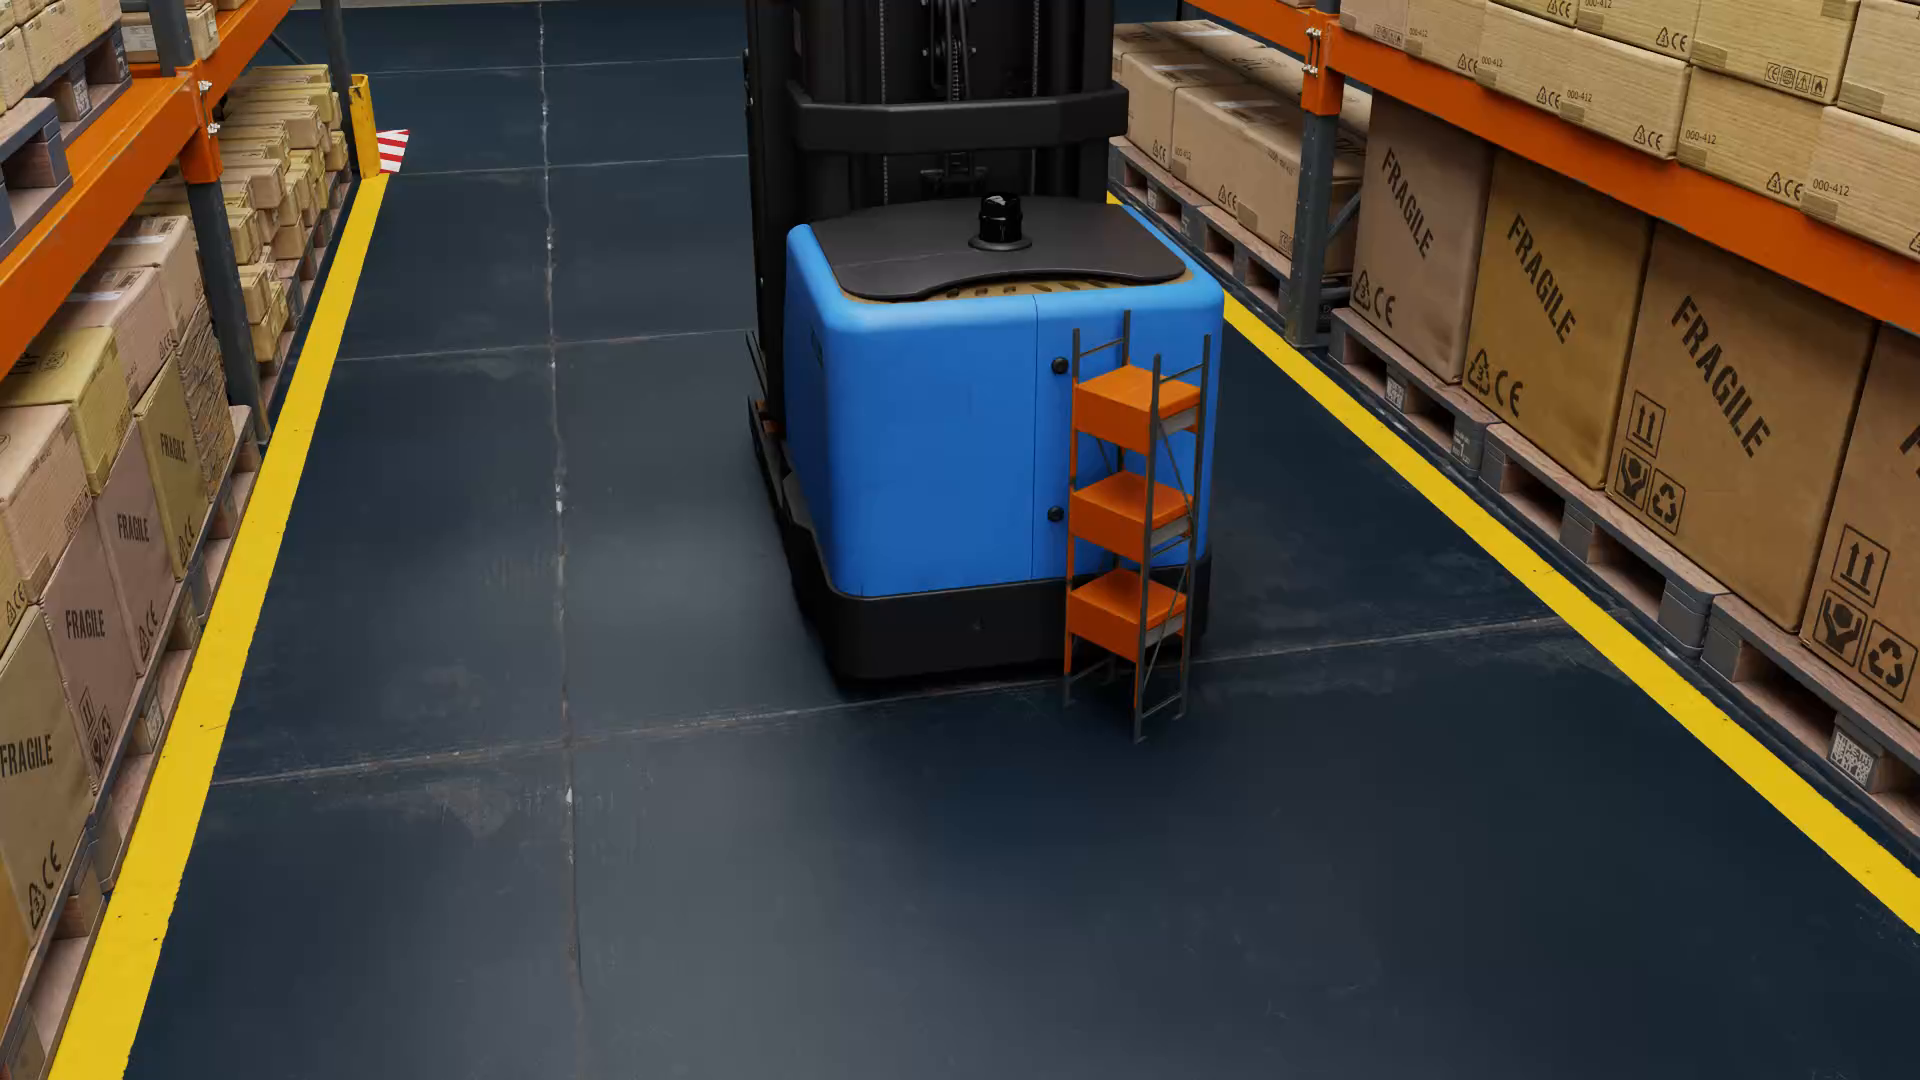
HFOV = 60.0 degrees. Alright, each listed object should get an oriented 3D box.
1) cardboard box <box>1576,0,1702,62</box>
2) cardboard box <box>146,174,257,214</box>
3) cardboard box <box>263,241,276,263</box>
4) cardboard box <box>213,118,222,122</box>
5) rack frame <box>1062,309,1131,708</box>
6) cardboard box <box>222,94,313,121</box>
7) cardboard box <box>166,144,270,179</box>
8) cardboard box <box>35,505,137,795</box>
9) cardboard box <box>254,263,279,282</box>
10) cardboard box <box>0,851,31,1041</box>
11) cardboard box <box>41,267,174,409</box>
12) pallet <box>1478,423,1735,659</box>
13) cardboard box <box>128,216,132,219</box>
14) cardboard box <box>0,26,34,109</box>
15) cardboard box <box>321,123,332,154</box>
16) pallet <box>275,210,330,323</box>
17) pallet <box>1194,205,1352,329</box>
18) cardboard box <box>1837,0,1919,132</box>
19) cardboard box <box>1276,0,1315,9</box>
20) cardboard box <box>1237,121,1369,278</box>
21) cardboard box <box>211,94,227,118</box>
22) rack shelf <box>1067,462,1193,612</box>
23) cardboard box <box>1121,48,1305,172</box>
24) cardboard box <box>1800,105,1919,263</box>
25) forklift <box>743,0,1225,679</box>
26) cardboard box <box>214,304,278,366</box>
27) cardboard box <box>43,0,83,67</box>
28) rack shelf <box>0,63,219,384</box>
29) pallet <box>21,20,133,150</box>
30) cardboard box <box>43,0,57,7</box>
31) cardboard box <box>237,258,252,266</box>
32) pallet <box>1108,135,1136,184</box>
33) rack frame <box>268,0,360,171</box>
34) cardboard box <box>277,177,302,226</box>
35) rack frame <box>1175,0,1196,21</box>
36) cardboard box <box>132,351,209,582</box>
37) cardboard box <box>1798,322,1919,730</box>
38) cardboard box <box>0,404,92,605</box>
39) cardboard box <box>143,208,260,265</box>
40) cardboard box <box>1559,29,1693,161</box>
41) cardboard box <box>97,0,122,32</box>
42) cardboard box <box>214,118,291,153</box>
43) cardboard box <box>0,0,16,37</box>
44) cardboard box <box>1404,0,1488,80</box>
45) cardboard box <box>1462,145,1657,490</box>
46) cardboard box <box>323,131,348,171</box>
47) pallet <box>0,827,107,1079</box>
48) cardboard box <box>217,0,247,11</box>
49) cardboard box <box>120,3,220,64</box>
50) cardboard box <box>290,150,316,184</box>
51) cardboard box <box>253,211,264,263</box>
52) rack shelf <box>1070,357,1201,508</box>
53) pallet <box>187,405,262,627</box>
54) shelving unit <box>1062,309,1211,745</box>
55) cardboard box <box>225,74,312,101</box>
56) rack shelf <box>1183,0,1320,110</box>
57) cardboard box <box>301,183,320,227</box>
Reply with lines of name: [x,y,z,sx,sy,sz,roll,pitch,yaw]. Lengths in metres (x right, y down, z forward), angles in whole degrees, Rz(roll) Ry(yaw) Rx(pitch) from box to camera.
cardboard box: [2.014,-1.452,4.410,0.500,0.250,0.500,-7,28,-13]
cardboard box: [-3.025,-1.341,6.615,0.380,0.149,0.250,-7,28,-13]
cardboard box: [-3.095,-1.192,6.980,0.380,0.149,0.250,-7,28,-14]
cardboard box: [-3.844,-1.966,8.184,0.380,0.149,0.250,-6,27,-11]
rack frame: [0.341,-0.059,4.200,0.200,1.050,0.008,-24,36,-39]
cardboard box: [-3.315,-2.035,7.991,0.380,0.149,0.250,-7,28,-14]
cardboard box: [-3.145,-1.572,7.073,0.380,0.149,0.250,-7,28,-14]
cardboard box: [-2.205,0.260,3.714,0.500,0.500,0.500,-7,28,-13]
cardboard box: [-2.895,-0.971,6.542,0.380,0.149,0.250,-6,27,-12]
cardboard box: [-1.968,0.705,2.832,0.500,0.500,0.500,-7,28,-14]
cardboard box: [-2.442,-0.521,4.429,0.500,0.250,0.500,-5,27,-9]
pallet: [2.367,-0.077,5.169,1.003,0.211,1.213,-6,27,-12]
cardboard box: [-3.434,-1.291,6.517,0.380,0.149,0.250,-5,27,-10]
cardboard box: [-2.439,-1.109,3.930,0.380,0.149,0.250,-7,28,-14]
cardboard box: [-3.345,-2.016,8.282,0.380,0.149,0.250,-7,28,-14]
pallet: [-3.423,-1.226,7.444,1.003,0.211,1.213,-6,27,-12]
pallet: [1.746,-1.287,7.565,1.003,0.211,1.213,-6,27,-12]
cardboard box: [2.267,-1.002,3.517,0.500,0.250,0.500,-7,28,-13]
cardboard box: [1.487,-2.412,6.589,0.500,0.500,0.500,-6,27,-11]
cardboard box: [1.804,-1.520,7.310,0.875,0.438,0.875,-6,27,-12]
cardboard box: [-3.894,-2.206,8.329,0.380,0.149,0.250,-5,27,-11]
rack shelf: [0.427,-0.010,4.127,0.215,0.259,0.240,-24,36,-39]
cardboard box: [1.400,-2.309,8.873,0.875,0.438,0.875,-5,27,-10]
cardboard box: [2.245,-0.785,3.643,0.500,0.250,0.500,-5,27,-11]
forklift: [-0.136,-1.586,5.139,1.130,2.935,3.031,-6,27,-11]
cardboard box: [-2.728,-0.750,6.105,0.380,0.149,0.250,-7,28,-14]
cardboard box: [-2.563,-1.340,4.389,0.380,0.149,0.250,-6,27,-12]
rack shelf: [-2.508,-0.444,3.598,1.077,0.370,4.000,-6,27,-12]
pallet: [-2.928,-1.207,4.525,1.003,0.211,1.213,-6,27,-12]
cardboard box: [-2.563,-1.472,4.319,0.380,0.149,0.250,-5,27,-9]
cardboard box: [-2.873,-0.984,6.238,0.380,0.149,0.250,-6,27,-11]
pallet: [1.196,-2.358,9.687,1.003,0.211,1.213,-6,27,-12]
rack frame: [-3.860,-3.399,8.655,1.000,3.000,0.127,-6,27,-12]
cardboard box: [-3.056,-1.446,7.155,0.380,0.149,0.250,-6,27,-12]
rack frame: [0.940,-3.946,9.739,1.000,3.000,0.127,-6,27,-12]
cardboard box: [-2.431,-0.190,4.605,0.500,0.500,0.500,-7,28,-13]
cardboard box: [2.668,0.016,3.782,0.875,0.875,0.875,-6,27,-12]
cardboard box: [-2.190,-0.062,3.519,0.500,0.250,0.500,-6,27,-11]
cardboard box: [-2.839,-1.122,6.182,0.380,0.149,0.250,-5,27,-9]
cardboard box: [2.005,-1.229,4.522,0.500,0.250,0.500,-6,27,-12]
cardboard box: [-2.677,-1.564,4.832,0.380,0.149,0.250,-7,28,-13]
cardboard box: [-3.249,-1.796,7.517,0.380,0.149,0.250,-7,28,-13]
cardboard box: [-2.440,-1.238,3.856,0.380,0.149,0.250,-7,28,-14]
cardboard box: [1.801,-1.676,5.408,0.500,0.250,0.500,-7,28,-13]
cardboard box: [2.270,-0.769,5.337,0.875,0.875,0.875,-5,27,-10]
cardboard box: [-3.382,-2.001,8.584,0.380,0.149,0.250,-5,27,-10]
pallet: [-2.232,1.015,3.005,1.003,0.211,1.213,-6,27,-12]
cardboard box: [-2.994,-2.143,6.446,0.380,0.149,0.250,-5,27,-11]
cardboard box: [-2.704,-1.688,5.545,0.380,0.149,0.250,-5,27,-10]
cardboard box: [-3.176,-1.675,7.608,0.380,0.149,0.250,-5,27,-9]
cardboard box: [-3.021,-1.206,6.678,0.380,0.149,0.250,-7,28,-14]
rack shelf: [0.426,-0.263,3.999,0.215,0.259,0.240,-24,36,-39]
pallet: [-2.782,-0.056,5.127,1.003,0.211,1.213,-6,27,-12]
shelving unit: [0.427,-0.020,4.123,0.215,1.050,0.252,-24,36,-39]
cardboard box: [-3.493,-2.256,8.429,0.380,0.149,0.250,-5,27,-11]
rack shelf: [1.390,-2.747,8.161,1.077,0.370,4.000,-6,27,-12]
cardboard box: [-3.177,-1.542,7.673,0.380,0.149,0.250,-5,27,-11]
